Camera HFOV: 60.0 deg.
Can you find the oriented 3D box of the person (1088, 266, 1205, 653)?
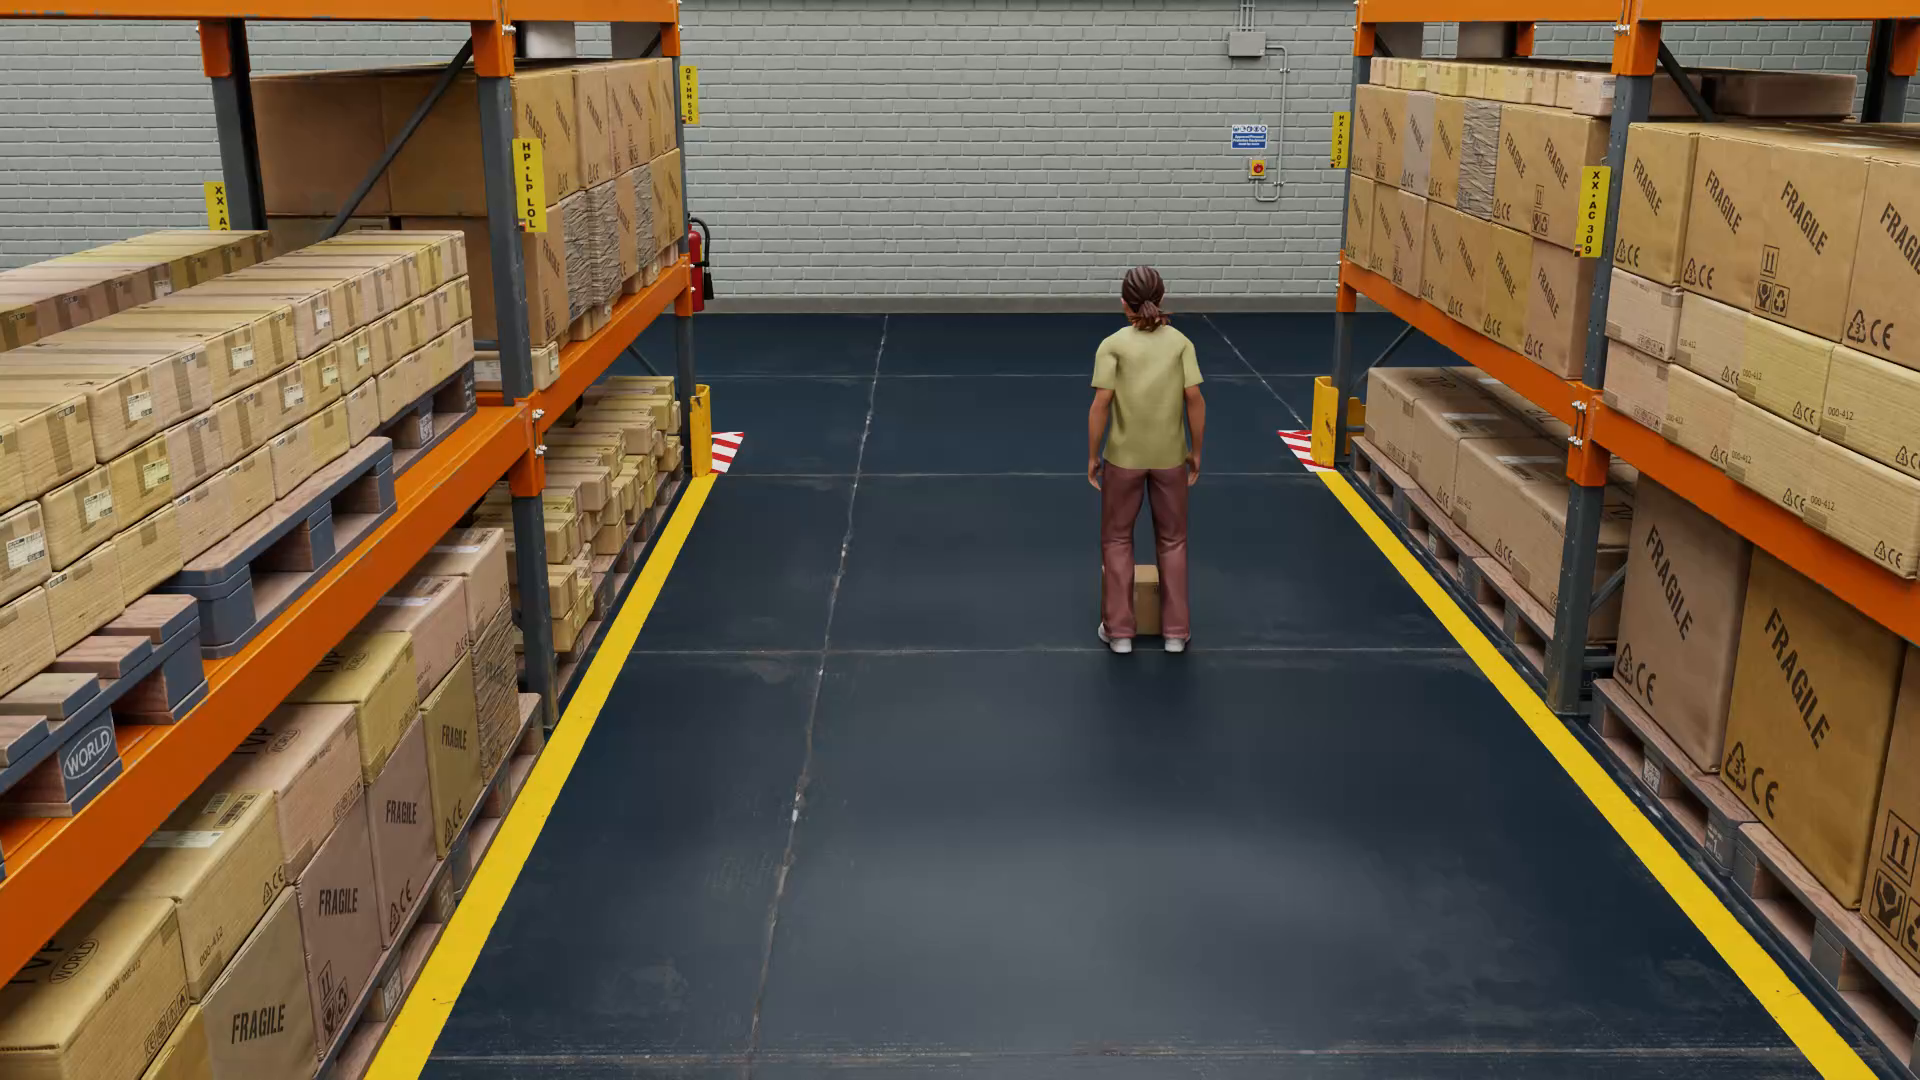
[{"bbox_3d":[0.790,-0.334,7.128,0.512,1.671,0.366,-1,17,-4],"label":"person"}]
